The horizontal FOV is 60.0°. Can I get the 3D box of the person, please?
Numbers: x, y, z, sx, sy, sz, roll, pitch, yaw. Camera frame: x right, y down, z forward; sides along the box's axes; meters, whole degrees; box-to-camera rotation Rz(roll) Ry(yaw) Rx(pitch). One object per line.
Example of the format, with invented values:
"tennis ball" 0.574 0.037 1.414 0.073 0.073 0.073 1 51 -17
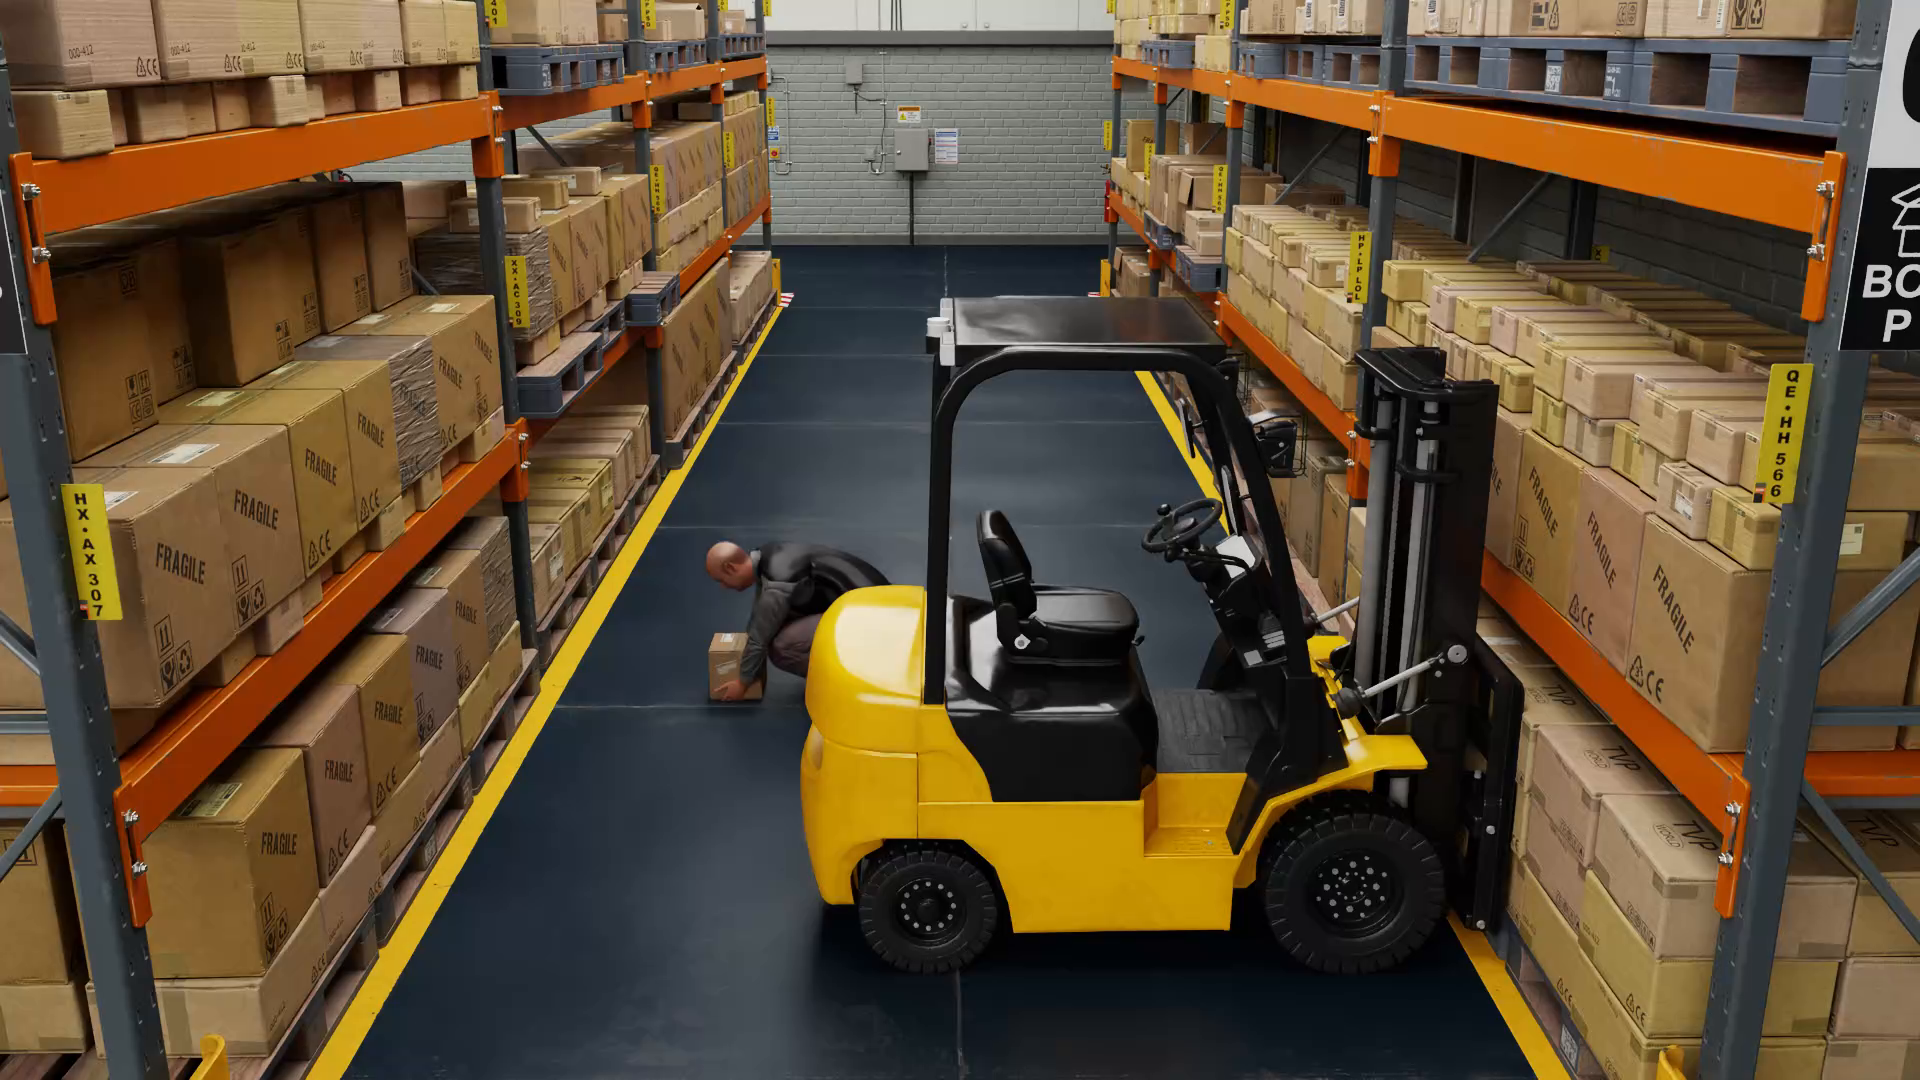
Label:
"person" -0.759 0.391 8.028 0.898 0.830 0.528 0 17 -1
